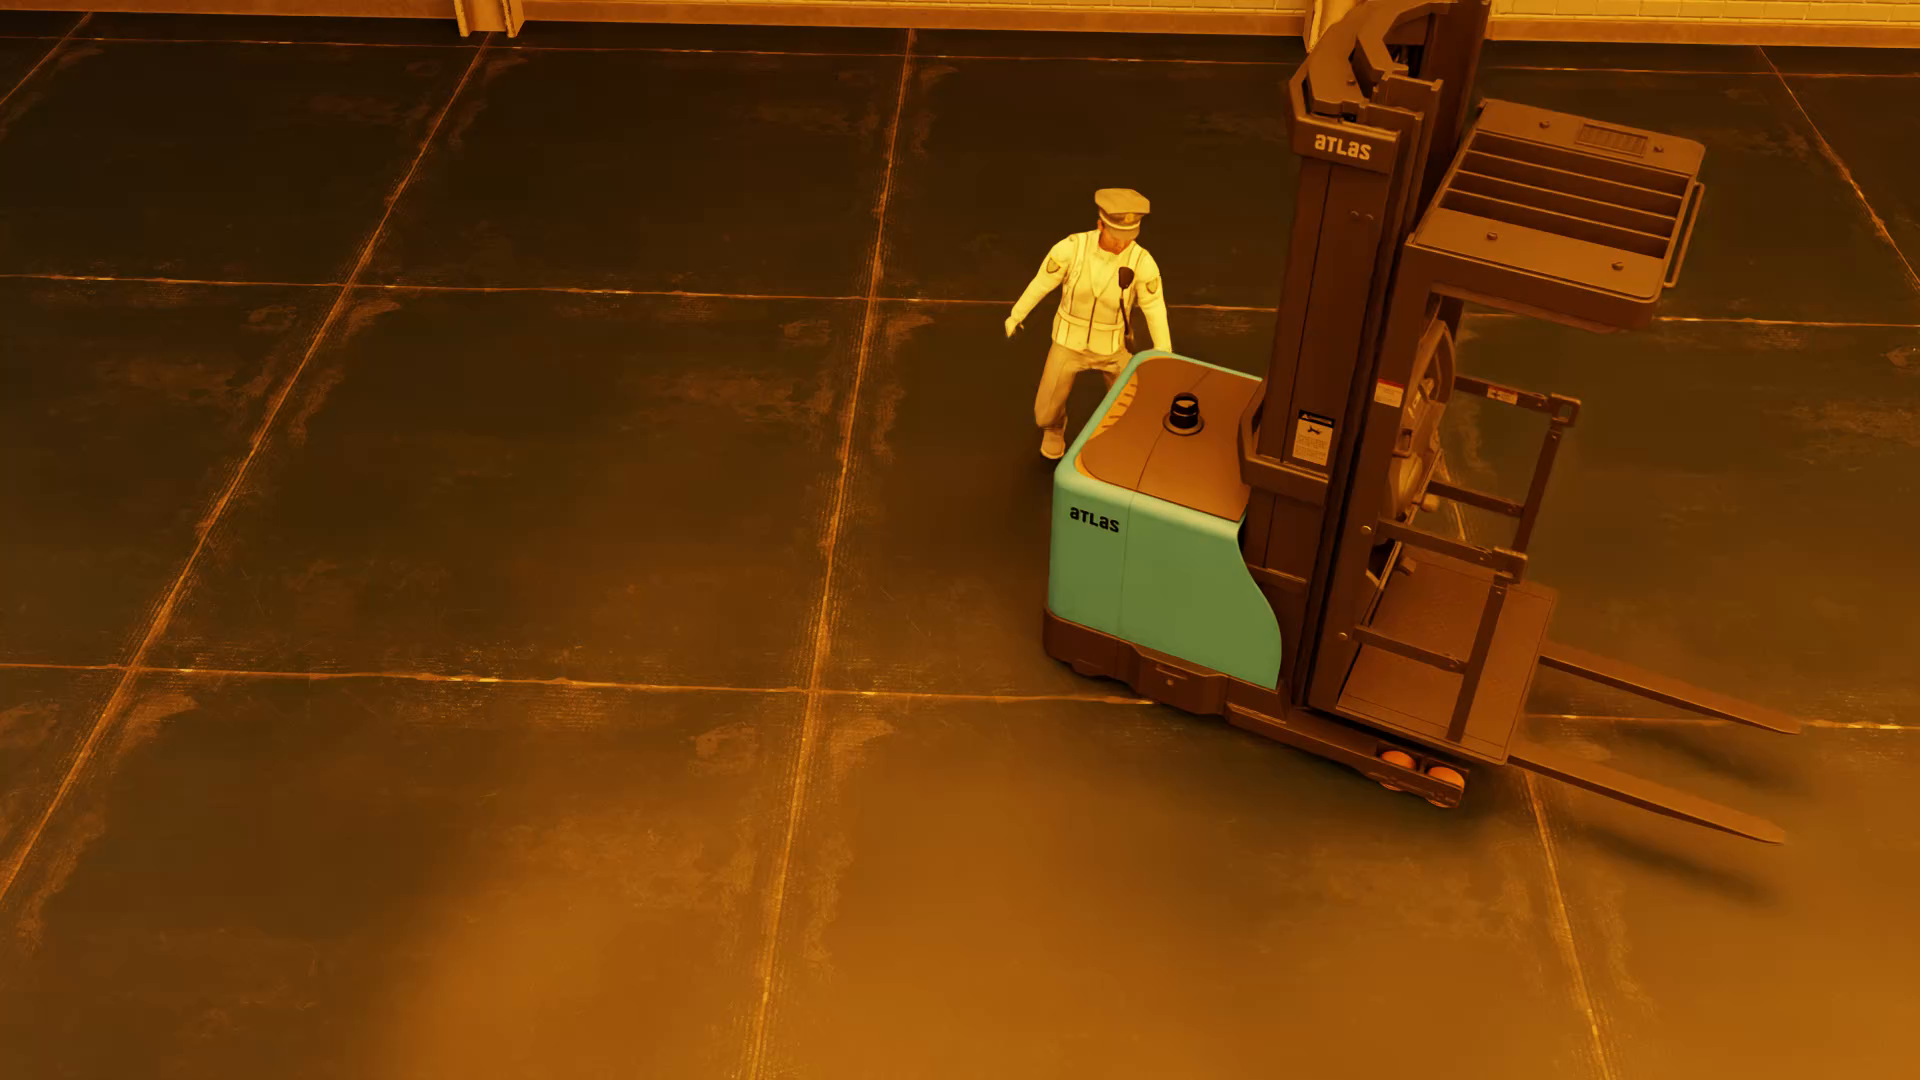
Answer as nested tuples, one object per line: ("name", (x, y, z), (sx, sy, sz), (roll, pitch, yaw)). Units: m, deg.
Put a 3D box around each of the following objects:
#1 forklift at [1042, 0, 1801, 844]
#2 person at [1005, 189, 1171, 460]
("forklift", (1.917, -0.414, 6.196), (3.031, 2.935, 1.130), (18, 45, 19))
("person", (0.607, -0.961, 7.803), (0.813, 1.592, 0.453), (9, 43, 9))
